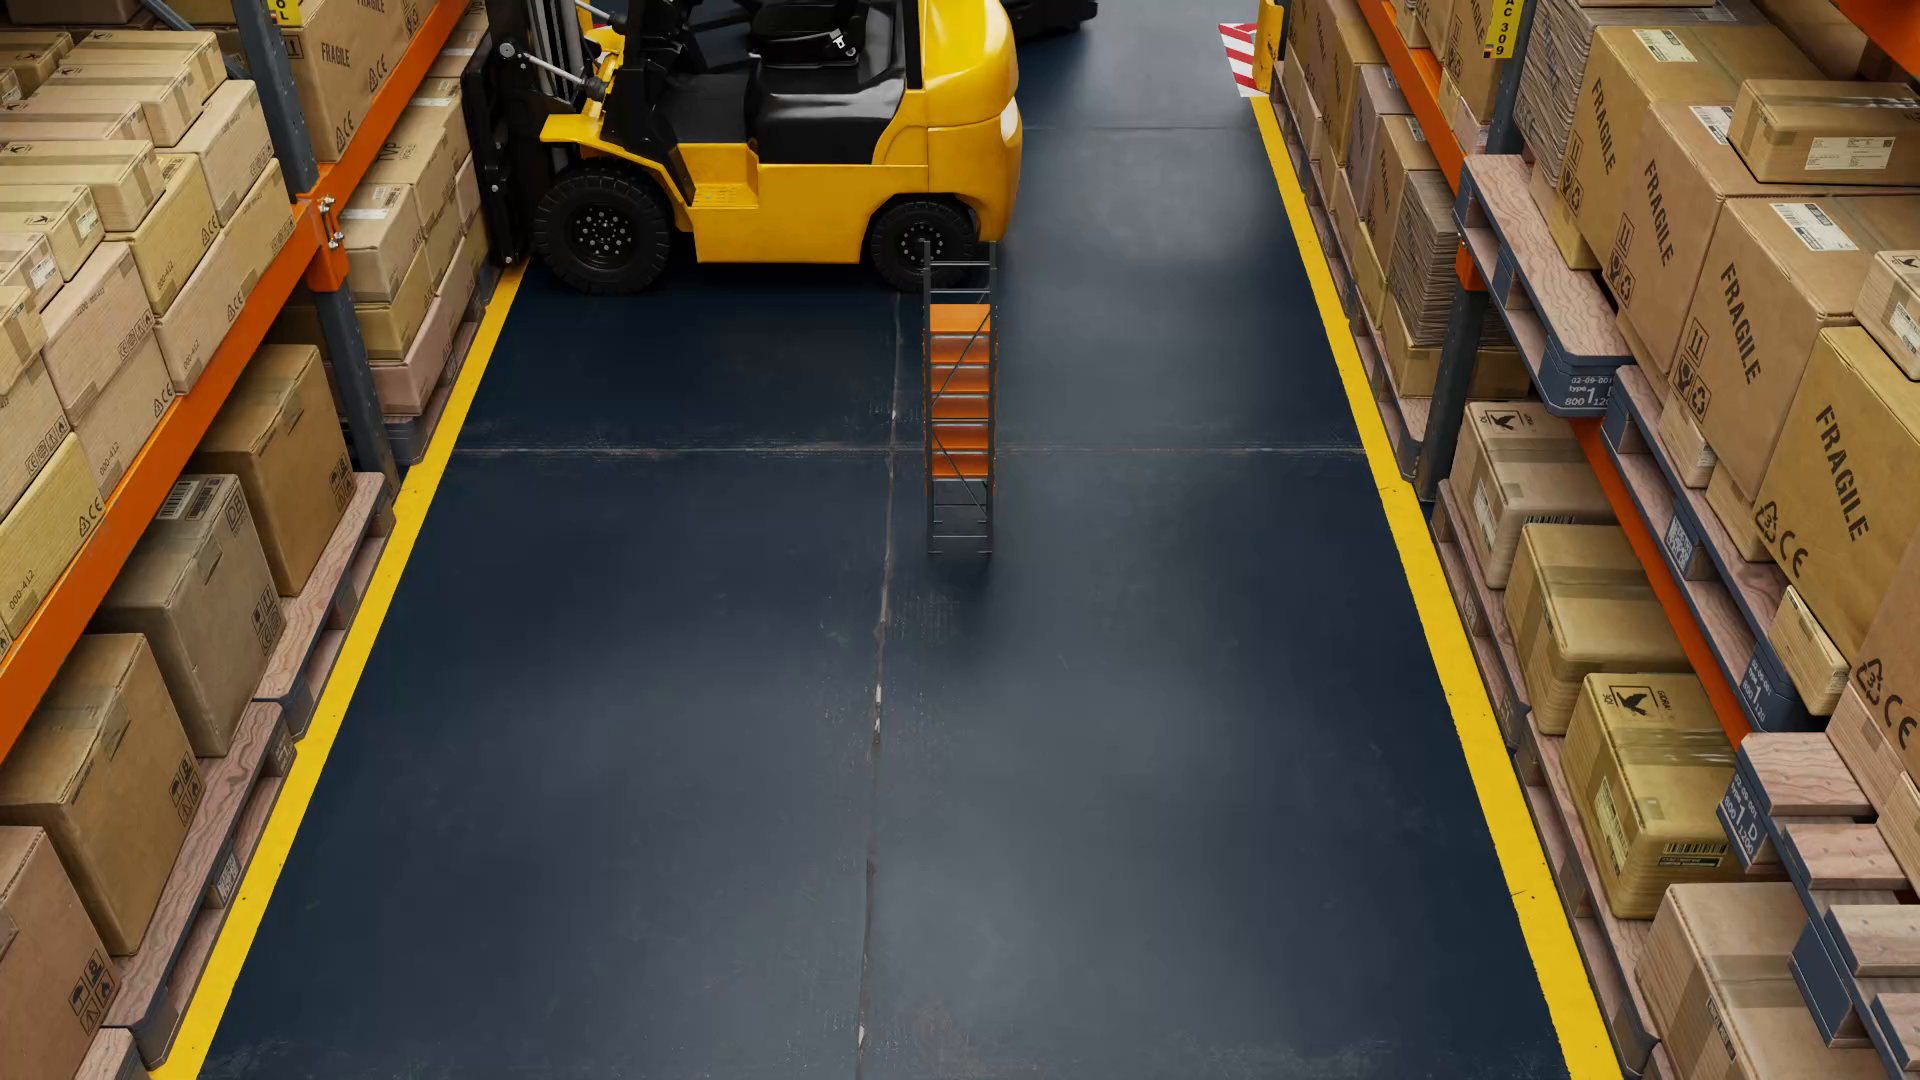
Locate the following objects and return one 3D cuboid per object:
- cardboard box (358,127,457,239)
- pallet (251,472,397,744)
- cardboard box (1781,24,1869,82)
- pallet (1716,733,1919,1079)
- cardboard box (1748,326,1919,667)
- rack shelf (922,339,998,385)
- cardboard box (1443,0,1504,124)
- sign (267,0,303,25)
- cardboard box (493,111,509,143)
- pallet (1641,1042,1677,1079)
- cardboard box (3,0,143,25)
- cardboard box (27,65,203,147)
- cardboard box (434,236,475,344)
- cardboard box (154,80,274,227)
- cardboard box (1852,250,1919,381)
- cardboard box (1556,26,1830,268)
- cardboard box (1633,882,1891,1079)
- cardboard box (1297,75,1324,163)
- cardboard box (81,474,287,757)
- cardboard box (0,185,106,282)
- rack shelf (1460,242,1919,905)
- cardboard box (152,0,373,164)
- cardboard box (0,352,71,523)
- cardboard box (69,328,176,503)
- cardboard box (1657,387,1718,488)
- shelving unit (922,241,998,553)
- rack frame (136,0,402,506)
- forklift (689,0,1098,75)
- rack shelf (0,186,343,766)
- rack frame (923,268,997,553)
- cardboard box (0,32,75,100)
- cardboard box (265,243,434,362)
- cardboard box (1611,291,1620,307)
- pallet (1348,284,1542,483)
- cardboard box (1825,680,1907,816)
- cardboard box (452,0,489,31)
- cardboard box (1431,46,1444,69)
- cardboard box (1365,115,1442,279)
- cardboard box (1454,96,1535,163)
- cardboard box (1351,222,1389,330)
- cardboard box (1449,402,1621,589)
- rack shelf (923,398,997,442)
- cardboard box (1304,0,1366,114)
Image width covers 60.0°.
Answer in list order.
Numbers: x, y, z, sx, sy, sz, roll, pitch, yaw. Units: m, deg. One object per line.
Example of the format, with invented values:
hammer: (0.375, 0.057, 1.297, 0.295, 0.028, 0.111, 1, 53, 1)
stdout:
cardboard box: (-2.364, -1.446, 6.719, 0.500, 0.250, 0.500, 0, 39, 0)
pallet: (-2.647, 0.206, 5.824, 1.003, 0.211, 1.213, 0, 39, 0)
cardboard box: (2.509, -1.069, 4.531, 0.500, 0.500, 0.500, 0, 39, 0)
pallet: (2.174, 0.782, 3.029, 1.213, 0.211, 1.003, 0, 39, 0)
cardboard box: (1.989, -0.089, 3.309, 0.500, 0.500, 0.500, -3, 39, -3)
rack shelf: (0.000, -0.630, 5.764, 0.258, 0.103, 0.180, 0, 39, 0)
cardboard box: (2.027, -1.781, 5.756, 0.500, 0.500, 0.500, -1, 39, -1)
sign: (-2.144, -1.770, 5.197, 0.100, 0.325, 0.005, 0, 39, 0)
cardboard box: (-2.370, -1.876, 7.656, 0.500, 0.250, 0.500, 0, 39, 0)
pallet: (2.282, 1.753, 3.894, 1.003, 0.211, 1.213, 0, 39, 0)
cardboard box: (-2.944, -1.835, 5.543, 0.380, 0.149, 0.250, 0, 39, 0)
cardboard box: (-2.446, -1.260, 4.825, 0.380, 0.149, 0.250, -1, 39, -1)
cardboard box: (-2.373, -1.054, 7.029, 0.500, 0.250, 0.500, -1, 39, -1)
cardboard box: (-2.431, -1.172, 5.034, 0.500, 0.250, 0.500, -1, 39, -1)
cardboard box: (1.997, -0.442, 3.230, 0.380, 0.149, 0.250, -2, 39, -2)
cardboard box: (1.992, -1.061, 4.521, 0.500, 0.500, 0.500, 0, 39, 0)
cardboard box: (2.282, 1.200, 4.120, 0.950, 0.372, 0.625, -1, 39, -1)
cardboard box: (1.989, -2.117, 8.356, 0.500, 0.250, 0.500, 1, 39, 2)
cardboard box: (-2.682, 0.232, 5.125, 0.875, 0.625, 0.625, 0, 39, 0)
cardboard box: (-2.428, -0.778, 4.224, 0.380, 0.149, 0.250, -1, 39, -1)
rack shelf: (2.279, 0.183, 4.198, 1.077, 0.370, 4.000, 0, 39, 0)
cardboard box: (-2.426, -1.659, 5.842, 0.500, 0.500, 0.500, -1, 39, -1)
cardboard box: (-2.446, -0.215, 3.840, 0.500, 0.250, 0.500, 0, 39, 1)
cardboard box: (-2.449, -0.344, 4.401, 0.500, 0.250, 0.500, 0, 39, 0)
cardboard box: (1.935, -0.253, 4.032, 0.380, 0.149, 0.250, 1, 39, 2)
shelving unit: (0.000, -0.477, 5.886, 0.258, 1.200, 0.189, 0, 39, 0)
rack frame: (-2.687, -1.342, 5.527, 1.000, 3.000, 0.127, 0, 39, 0)
forklift: (-0.692, -4.069, 8.984, 3.031, 2.935, 1.130, -21, 43, -24)
rack shelf: (-2.685, 0.189, 4.191, 1.077, 0.370, 4.000, 0, 39, 0)
rack frame: (0.000, -0.420, 5.815, 0.240, 1.200, 0.006, 0, 39, 0)
cardboard box: (-2.901, -1.415, 5.018, 0.380, 0.149, 0.250, -1, 39, -1)
cardboard box: (-2.379, -0.931, 6.476, 0.500, 0.250, 0.500, 0, 39, 0)
cardboard box: (2.030, -0.735, 4.634, 0.380, 0.149, 0.250, 2, 39, 3)
pallet: (2.241, -0.680, 6.930, 1.003, 0.211, 1.213, 0, 39, 0)
cardboard box: (1.936, 0.400, 3.217, 0.380, 0.149, 0.250, -2, 39, -2)
cardboard box: (-2.362, -2.402, 7.912, 0.500, 0.250, 0.500, 0, 39, 1)
cardboard box: (2.056, -1.926, 6.455, 0.380, 0.149, 0.250, -1, 39, -1)
cardboard box: (2.005, -1.420, 6.886, 0.500, 0.500, 0.500, 1, 39, 1)
cardboard box: (1.971, -1.451, 5.863, 0.380, 0.149, 0.250, 0, 39, -1)
cardboard box: (1.997, -1.142, 7.139, 0.500, 0.250, 0.500, -1, 39, -1)
cardboard box: (2.280, -0.159, 5.815, 0.950, 0.372, 0.625, 0, 39, 1)
rack shelf: (0.000, -0.443, 5.914, 0.258, 0.103, 0.180, 0, 39, 0)
cardboard box: (2.002, -2.387, 8.093, 0.500, 0.500, 0.500, -1, 39, -2)
